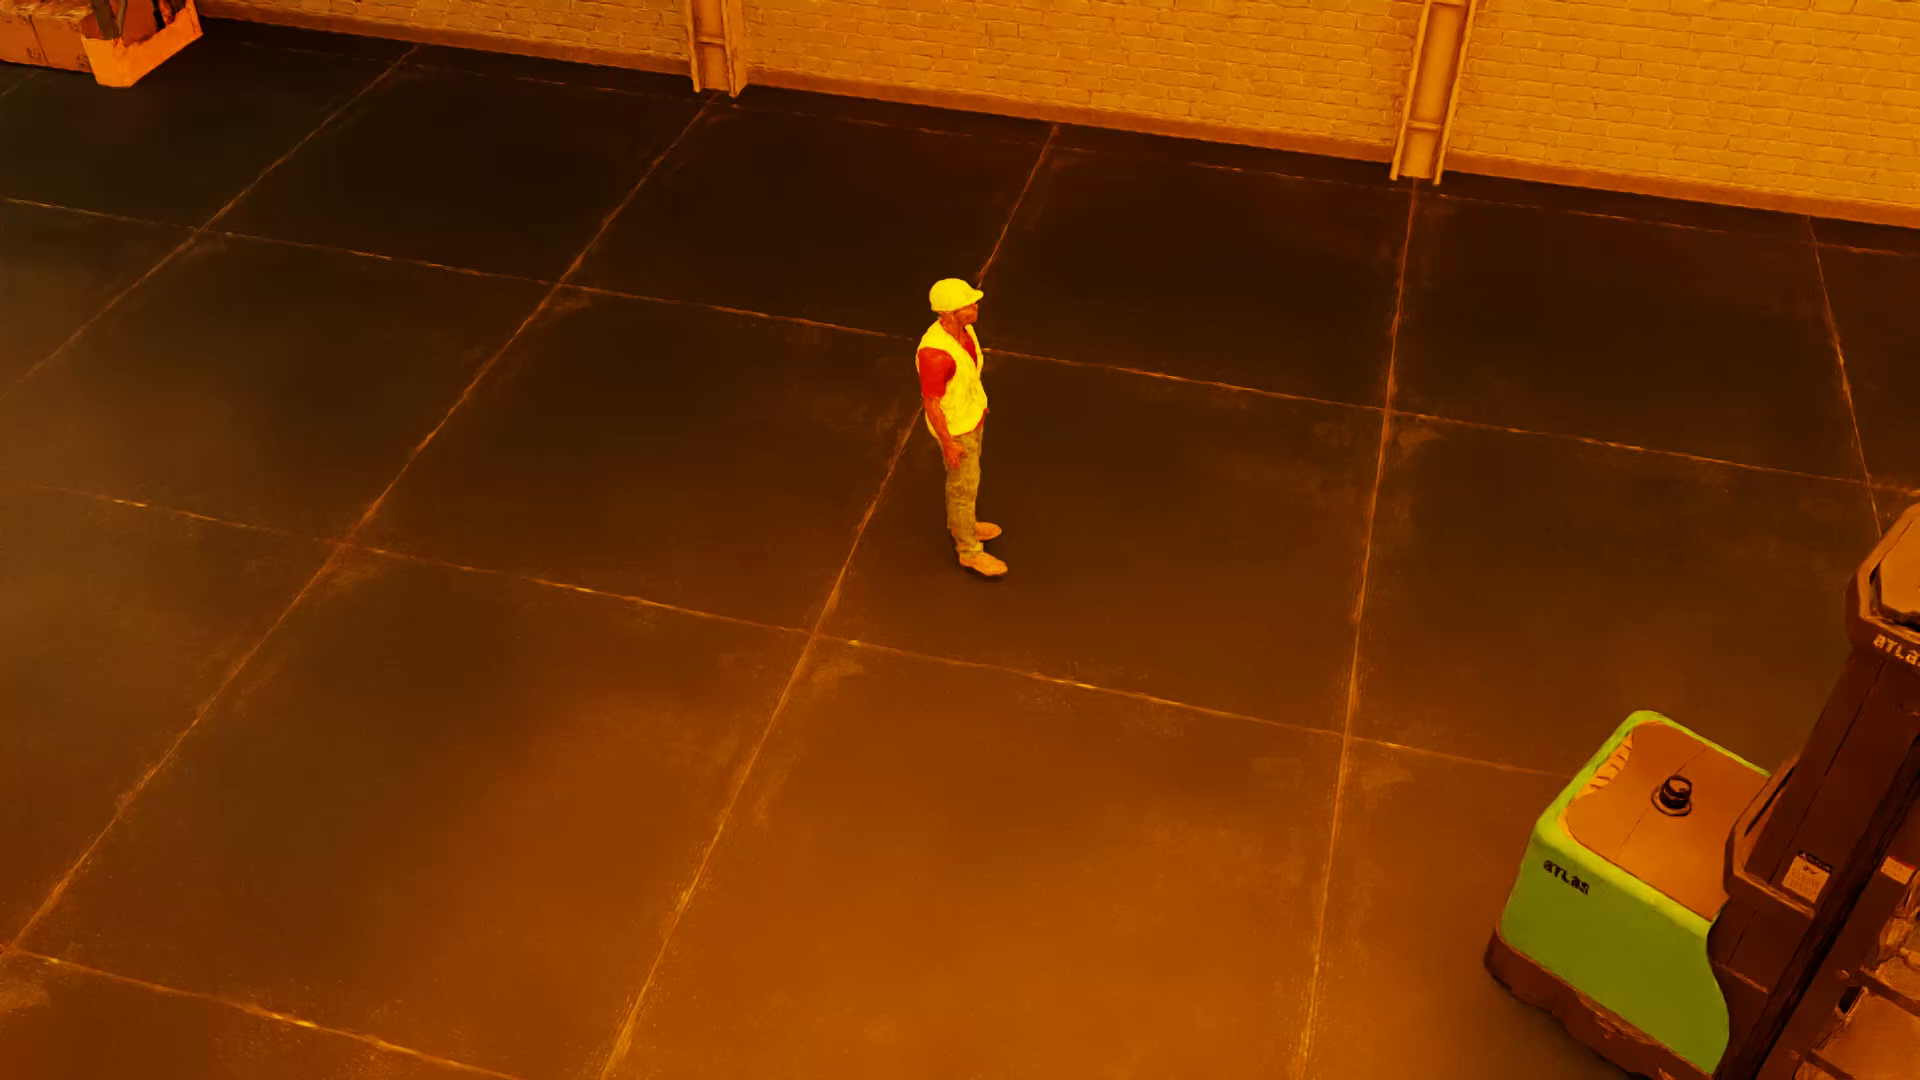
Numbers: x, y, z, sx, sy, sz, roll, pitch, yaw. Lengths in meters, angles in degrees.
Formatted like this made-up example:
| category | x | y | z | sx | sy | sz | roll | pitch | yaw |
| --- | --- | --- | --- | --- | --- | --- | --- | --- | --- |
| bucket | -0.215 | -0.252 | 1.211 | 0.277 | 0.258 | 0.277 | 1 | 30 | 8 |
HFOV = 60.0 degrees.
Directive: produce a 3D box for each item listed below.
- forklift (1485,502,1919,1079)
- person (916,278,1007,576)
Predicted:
| category | x | y | z | sx | sy | sz | roll | pitch | yaw |
| --- | --- | --- | --- | --- | --- | --- | --- | --- | --- |
| forklift | 3.859 | 1.357 | 6.314 | 3.031 | 2.935 | 1.130 | 32 | 50 | 31 |
| person | 0.066 | -0.682 | 9.456 | 0.576 | 1.761 | 0.665 | 10 | 42 | 11 |
